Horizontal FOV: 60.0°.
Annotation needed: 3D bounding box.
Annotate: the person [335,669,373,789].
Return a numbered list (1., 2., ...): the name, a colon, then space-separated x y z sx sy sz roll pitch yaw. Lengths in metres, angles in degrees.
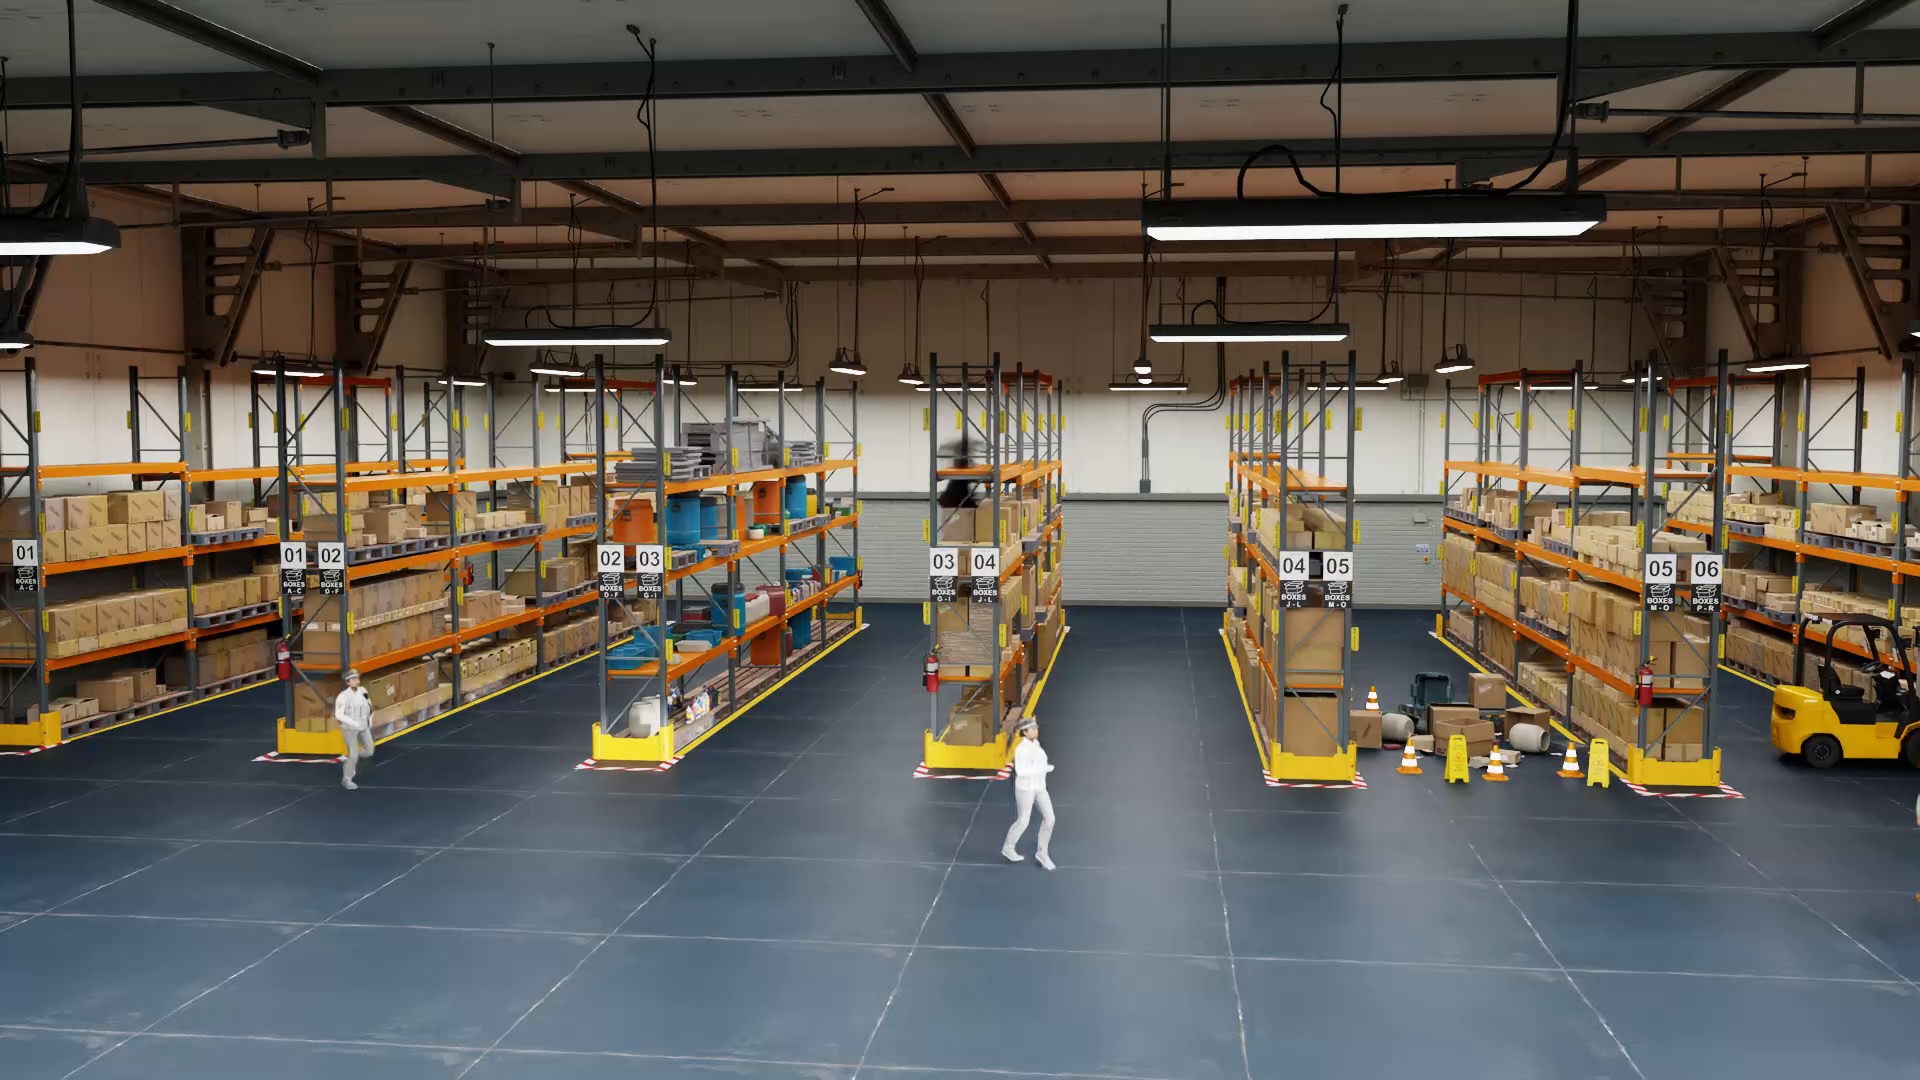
1. person: -8.232 2.576 22.739 0.584 1.660 0.643 3 5 37

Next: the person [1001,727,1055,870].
1. person: 0.799 2.861 18.697 0.712 1.690 0.431 3 5 37
